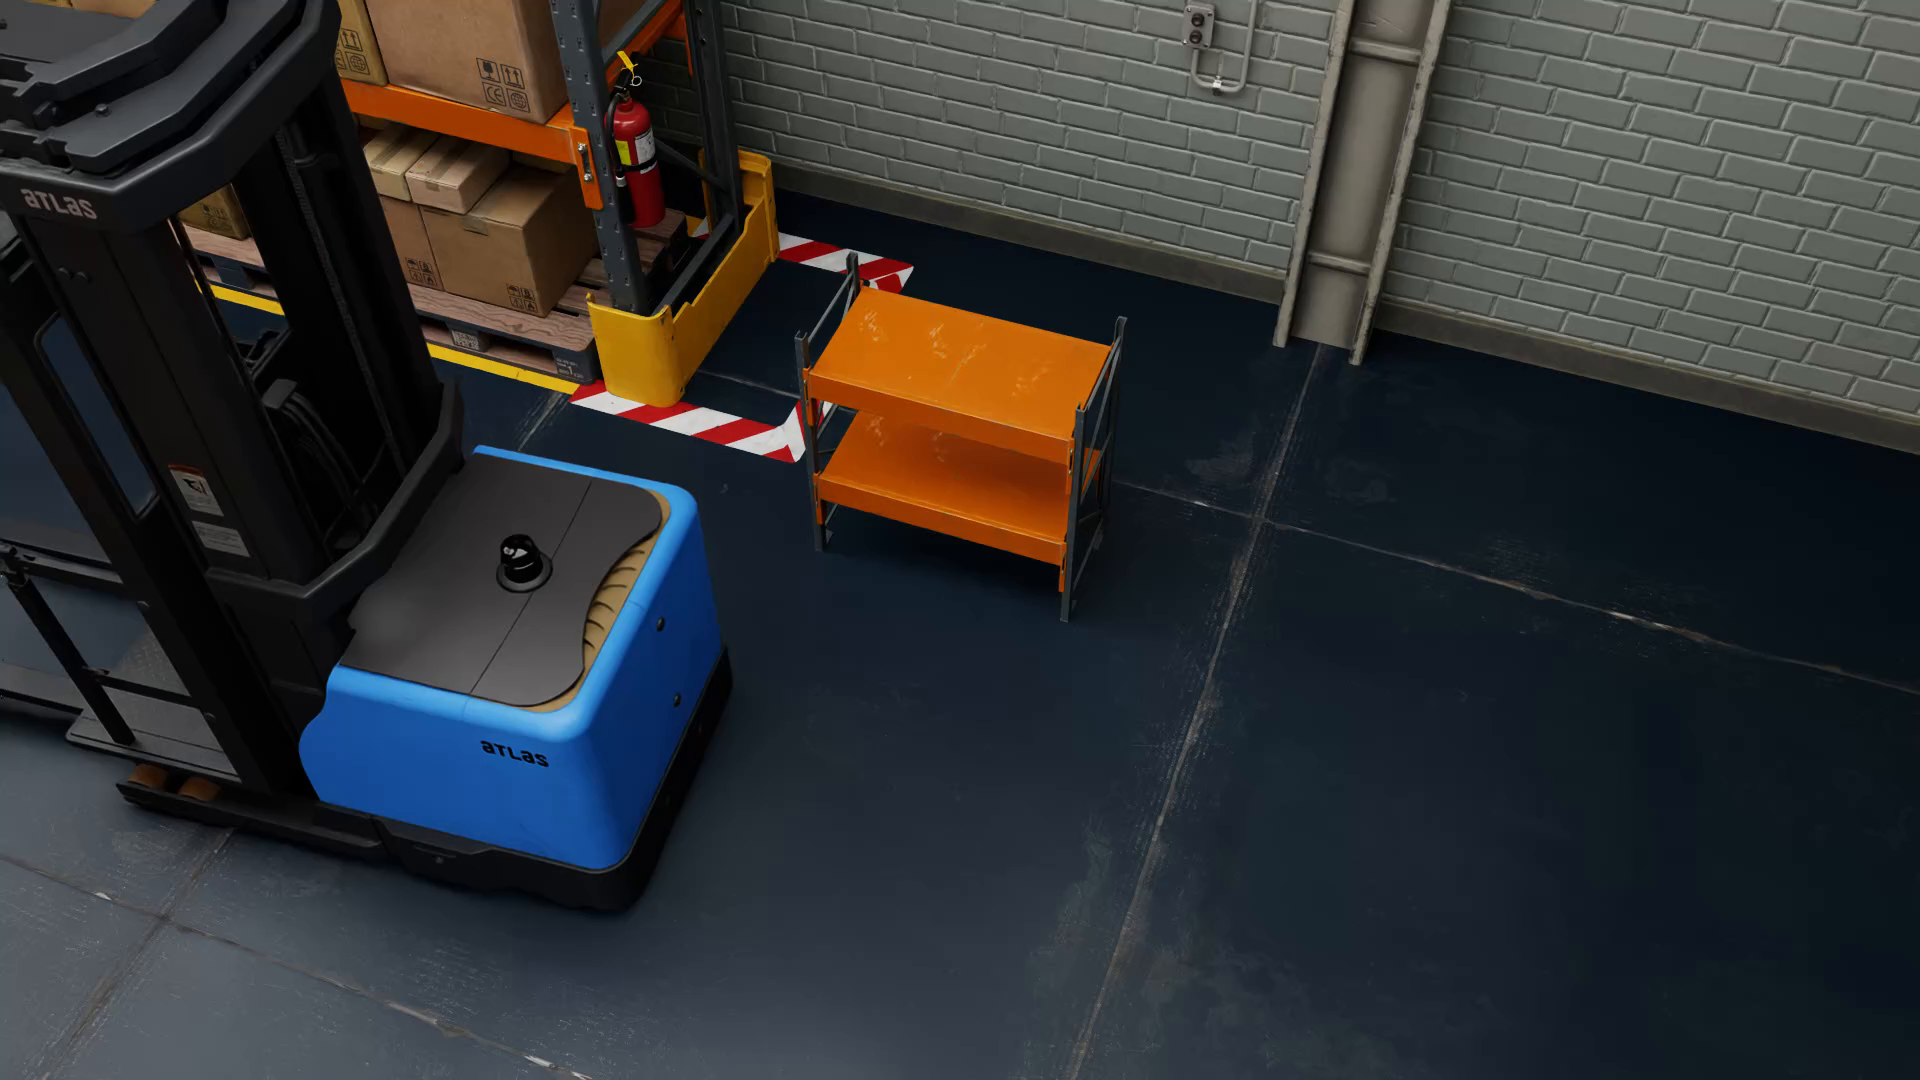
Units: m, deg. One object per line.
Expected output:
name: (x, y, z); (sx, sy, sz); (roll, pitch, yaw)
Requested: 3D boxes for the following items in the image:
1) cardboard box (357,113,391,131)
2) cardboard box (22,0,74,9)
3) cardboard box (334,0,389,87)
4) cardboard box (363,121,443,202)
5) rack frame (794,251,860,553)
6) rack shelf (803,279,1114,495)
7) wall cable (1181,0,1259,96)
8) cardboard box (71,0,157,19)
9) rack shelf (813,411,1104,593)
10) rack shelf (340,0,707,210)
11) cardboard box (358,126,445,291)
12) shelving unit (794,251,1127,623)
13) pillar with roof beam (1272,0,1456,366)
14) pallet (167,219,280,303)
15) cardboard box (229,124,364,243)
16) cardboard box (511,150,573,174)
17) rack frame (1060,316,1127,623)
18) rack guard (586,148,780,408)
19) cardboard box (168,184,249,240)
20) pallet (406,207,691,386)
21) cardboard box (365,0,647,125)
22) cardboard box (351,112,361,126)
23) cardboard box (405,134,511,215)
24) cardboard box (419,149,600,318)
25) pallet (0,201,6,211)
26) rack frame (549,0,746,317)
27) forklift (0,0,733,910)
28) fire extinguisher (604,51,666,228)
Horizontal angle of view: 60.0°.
cardboard box: (-2.425, -1.948, 7.267); (0.250, 0.149, 0.380); (16, 51, 13)
cardboard box: (-3.776, -2.795, 6.855); (0.700, 0.700, 0.980); (14, 51, 12)
cardboard box: (-2.378, -2.405, 6.518); (0.700, 0.700, 0.980); (15, 51, 13)
cardboard box: (-2.325, -1.612, 6.976); (0.250, 0.149, 0.380); (17, 51, 14)
rack frame: (-0.471, -0.500, 6.305); (0.032, 1.125, 0.500); (16, 51, 13)
rack shelf: (0.006, -0.558, 5.969); (1.000, 0.278, 0.538); (16, 51, 13)
wall cable: (0.319, -2.666, 6.270); (1.851, 1.984, 0.084); (16, 51, 13)
cardboard box: (-3.090, -2.611, 6.696); (0.700, 0.700, 0.980); (13, 50, 11)
rack shelf: (0.006, -0.207, 6.375); (1.000, 0.278, 0.538); (16, 51, 13)
rack shelf: (-3.086, -2.286, 7.089); (4.000, 0.370, 1.077); (16, 51, 13)
cardboard box: (-2.371, -1.560, 7.360); (0.500, 0.500, 0.700); (15, 51, 13)
shelving unit: (0.006, -0.367, 6.190); (1.048, 1.125, 0.538); (16, 51, 13)
pillar with roof beam: (0.131, -0.817, 1.370); (0.400, 9.000, 9.100); (16, 51, 13)
pallet: (-3.128, -1.559, 7.828); (1.213, 0.211, 1.003); (16, 51, 13)
cardboard box: (-2.843, -1.691, 7.474); (0.500, 0.500, 0.700); (14, 51, 12)
cardboard box: (-1.715, -1.750, 7.096); (0.250, 0.149, 0.380); (16, 51, 13)
rack frame: (0.483, -0.234, 6.075); (0.032, 1.125, 0.500); (16, 51, 13)
rack guard: (-1.187, -1.173, 7.302); (0.348, 0.500, 1.175); (16, 51, 13)
cardboard box: (-3.345, -1.826, 7.590); (0.500, 0.500, 0.700); (17, 51, 14)
pallet: (-1.987, -1.238, 7.550); (1.213, 0.211, 1.003); (16, 51, 13)
cardboard box: (-1.692, -2.222, 6.359); (0.700, 0.700, 0.980); (18, 51, 15)
cardboard box: (-2.664, -2.015, 7.325); (0.250, 0.149, 0.380); (16, 51, 14)
cardboard box: (-2.085, -1.546, 6.918); (0.250, 0.149, 0.380); (15, 51, 13)
cardboard box: (-1.901, -1.429, 7.246); (0.500, 0.500, 0.700); (16, 51, 13)
pallet: (-4.276, -1.877, 8.104); (1.213, 0.211, 1.003); (16, 51, 13)
rack frame: (-1.210, -1.998, 6.363); (0.127, 3.000, 1.000); (16, 51, 13)
forklift: (-2.404, -0.362, 4.991); (3.031, 2.935, 1.130); (12, 50, 10)
fire extinguisher: (-1.228, -1.484, 6.215); (0.183, 0.674, 0.296); (16, 51, 13)
